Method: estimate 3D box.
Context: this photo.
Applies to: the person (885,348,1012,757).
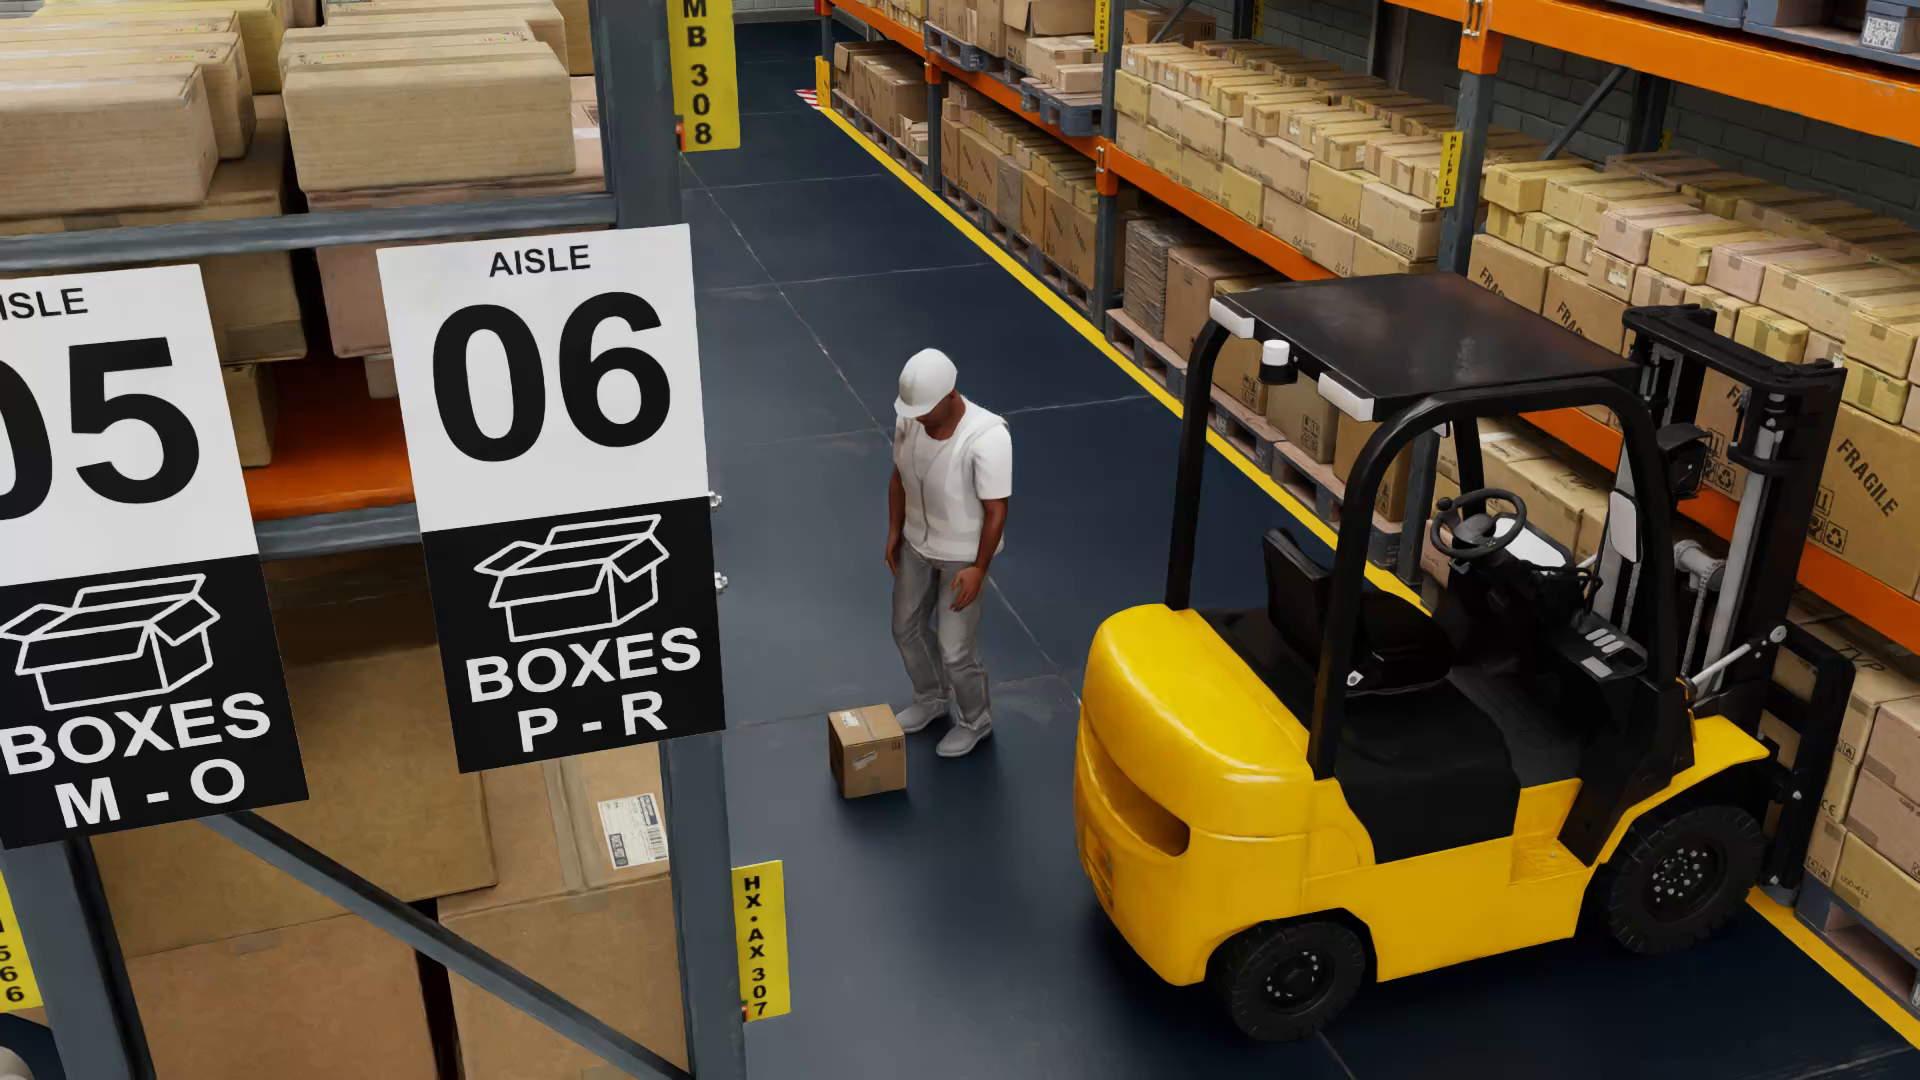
[{"bbox_3d":[-0.060,0.046,6.551,0.591,1.717,0.453,23,35,39],"label":"person"}]
